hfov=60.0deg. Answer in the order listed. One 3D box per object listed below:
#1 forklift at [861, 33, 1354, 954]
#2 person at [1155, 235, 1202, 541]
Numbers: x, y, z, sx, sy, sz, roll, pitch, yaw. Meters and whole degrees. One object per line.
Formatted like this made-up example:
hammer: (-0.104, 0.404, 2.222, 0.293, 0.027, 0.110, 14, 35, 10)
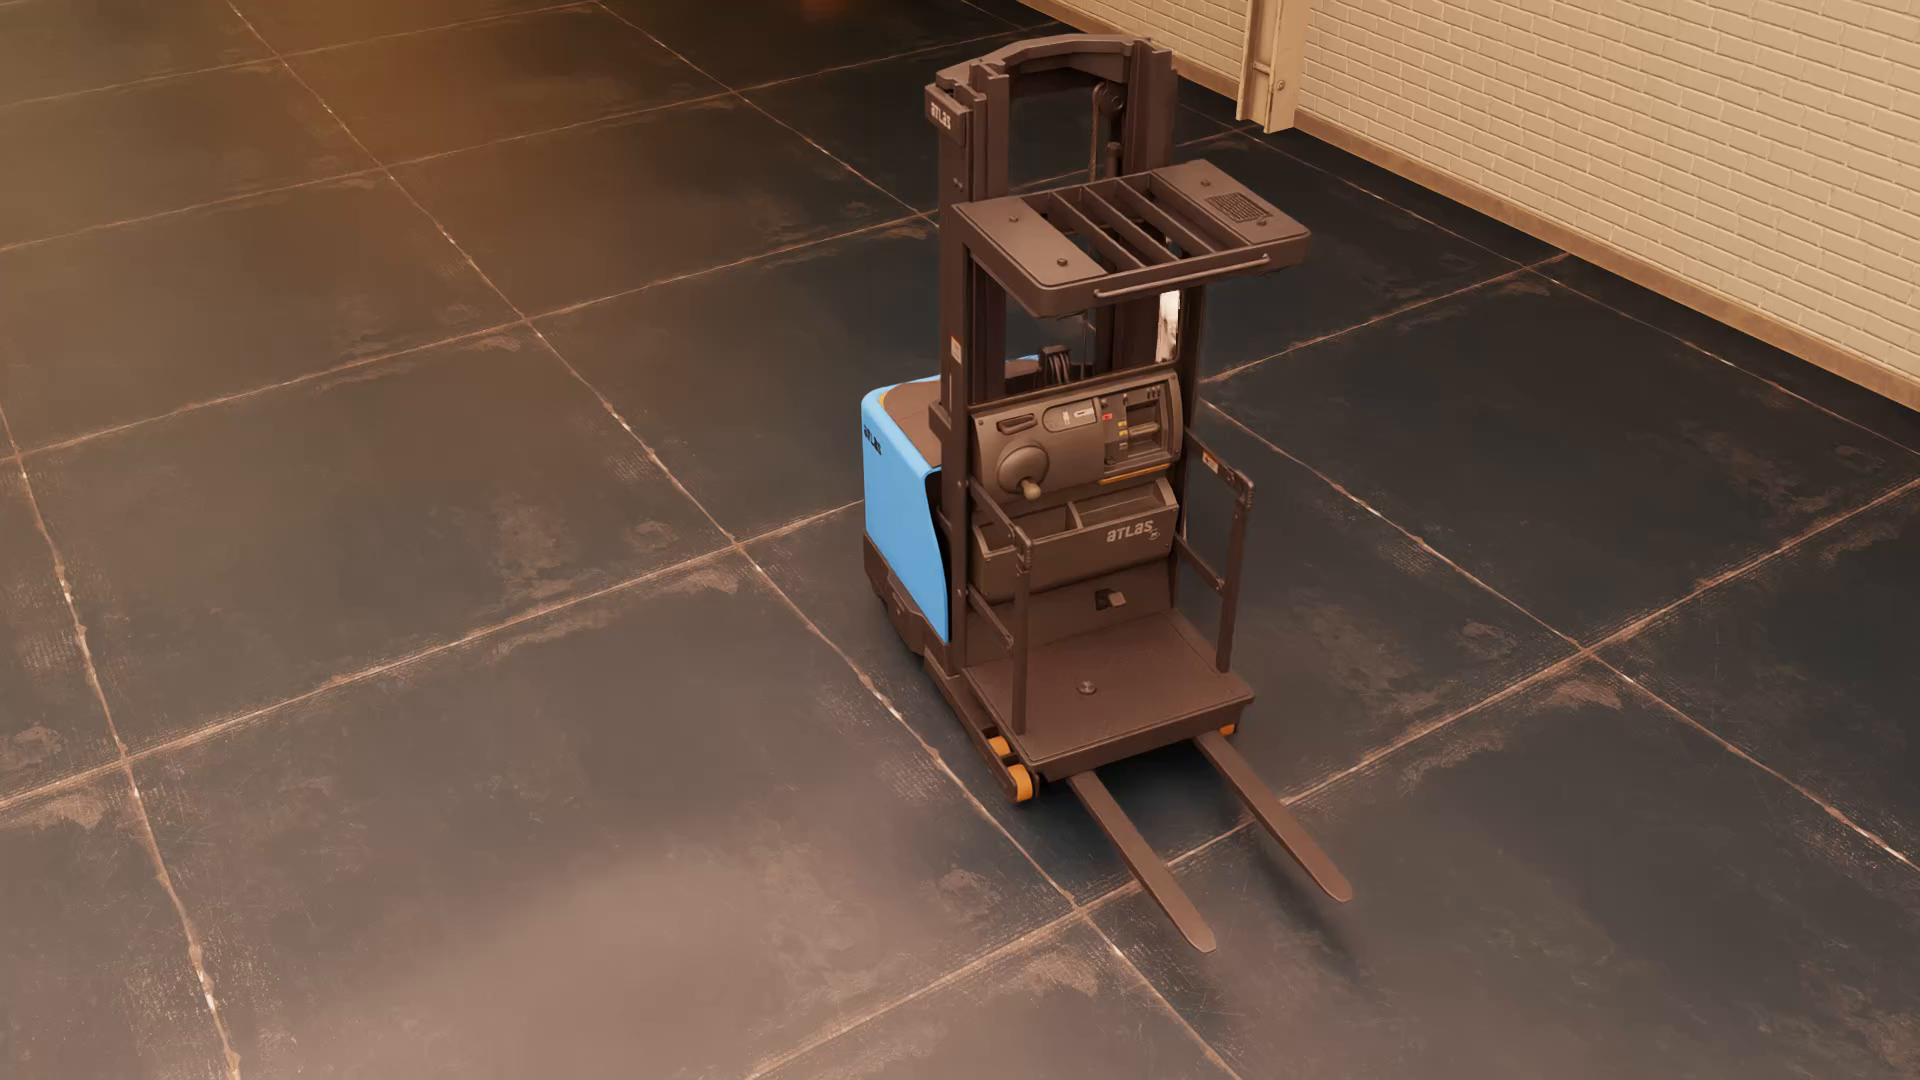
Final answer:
forklift: (0.584, -0.363, 6.664, 1.130, 2.935, 3.031, -14, 38, -20)
person: (0.943, -0.789, 8.321, 0.386, 1.724, 0.775, -16, 38, -22)
